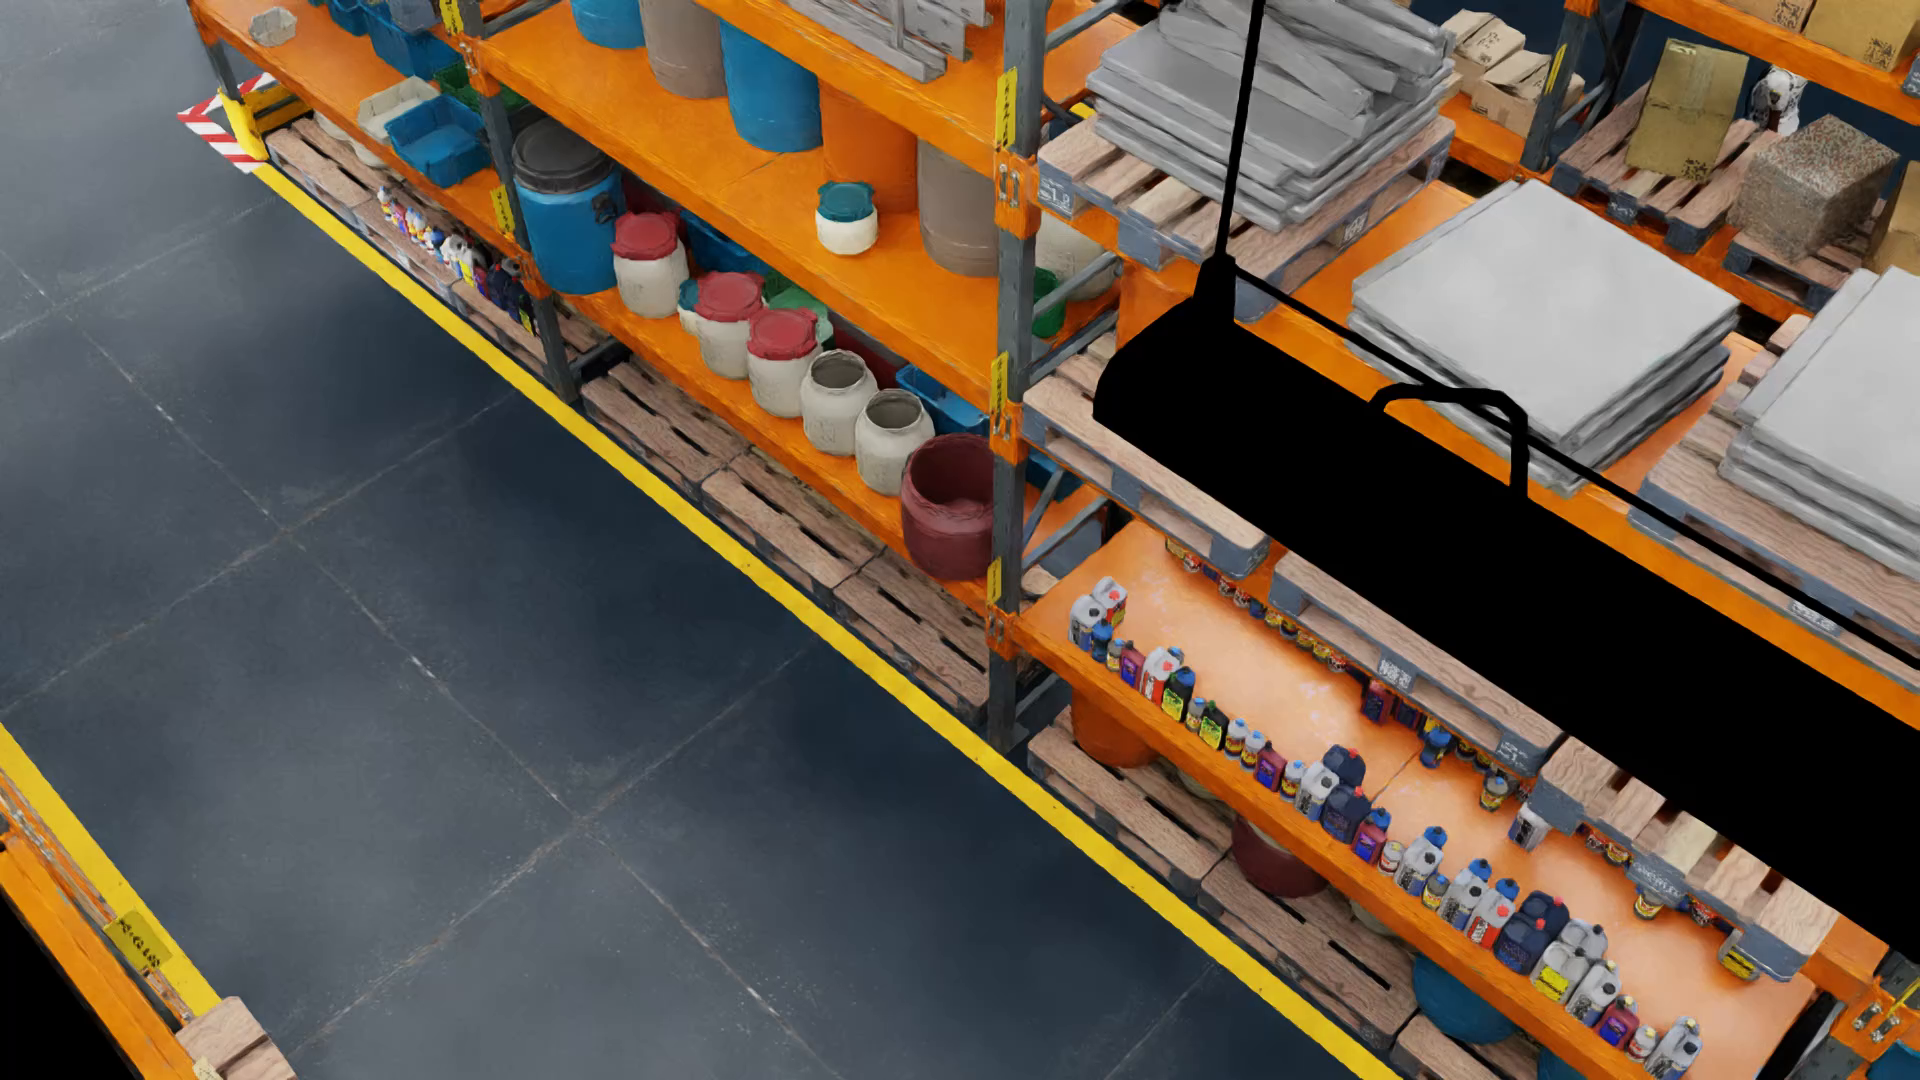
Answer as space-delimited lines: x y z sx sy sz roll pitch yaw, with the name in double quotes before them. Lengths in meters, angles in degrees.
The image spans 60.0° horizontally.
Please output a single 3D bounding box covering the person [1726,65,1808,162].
"person" 5.707 -2.934 11.791 0.456 1.589 1.088 -36 59 -26
